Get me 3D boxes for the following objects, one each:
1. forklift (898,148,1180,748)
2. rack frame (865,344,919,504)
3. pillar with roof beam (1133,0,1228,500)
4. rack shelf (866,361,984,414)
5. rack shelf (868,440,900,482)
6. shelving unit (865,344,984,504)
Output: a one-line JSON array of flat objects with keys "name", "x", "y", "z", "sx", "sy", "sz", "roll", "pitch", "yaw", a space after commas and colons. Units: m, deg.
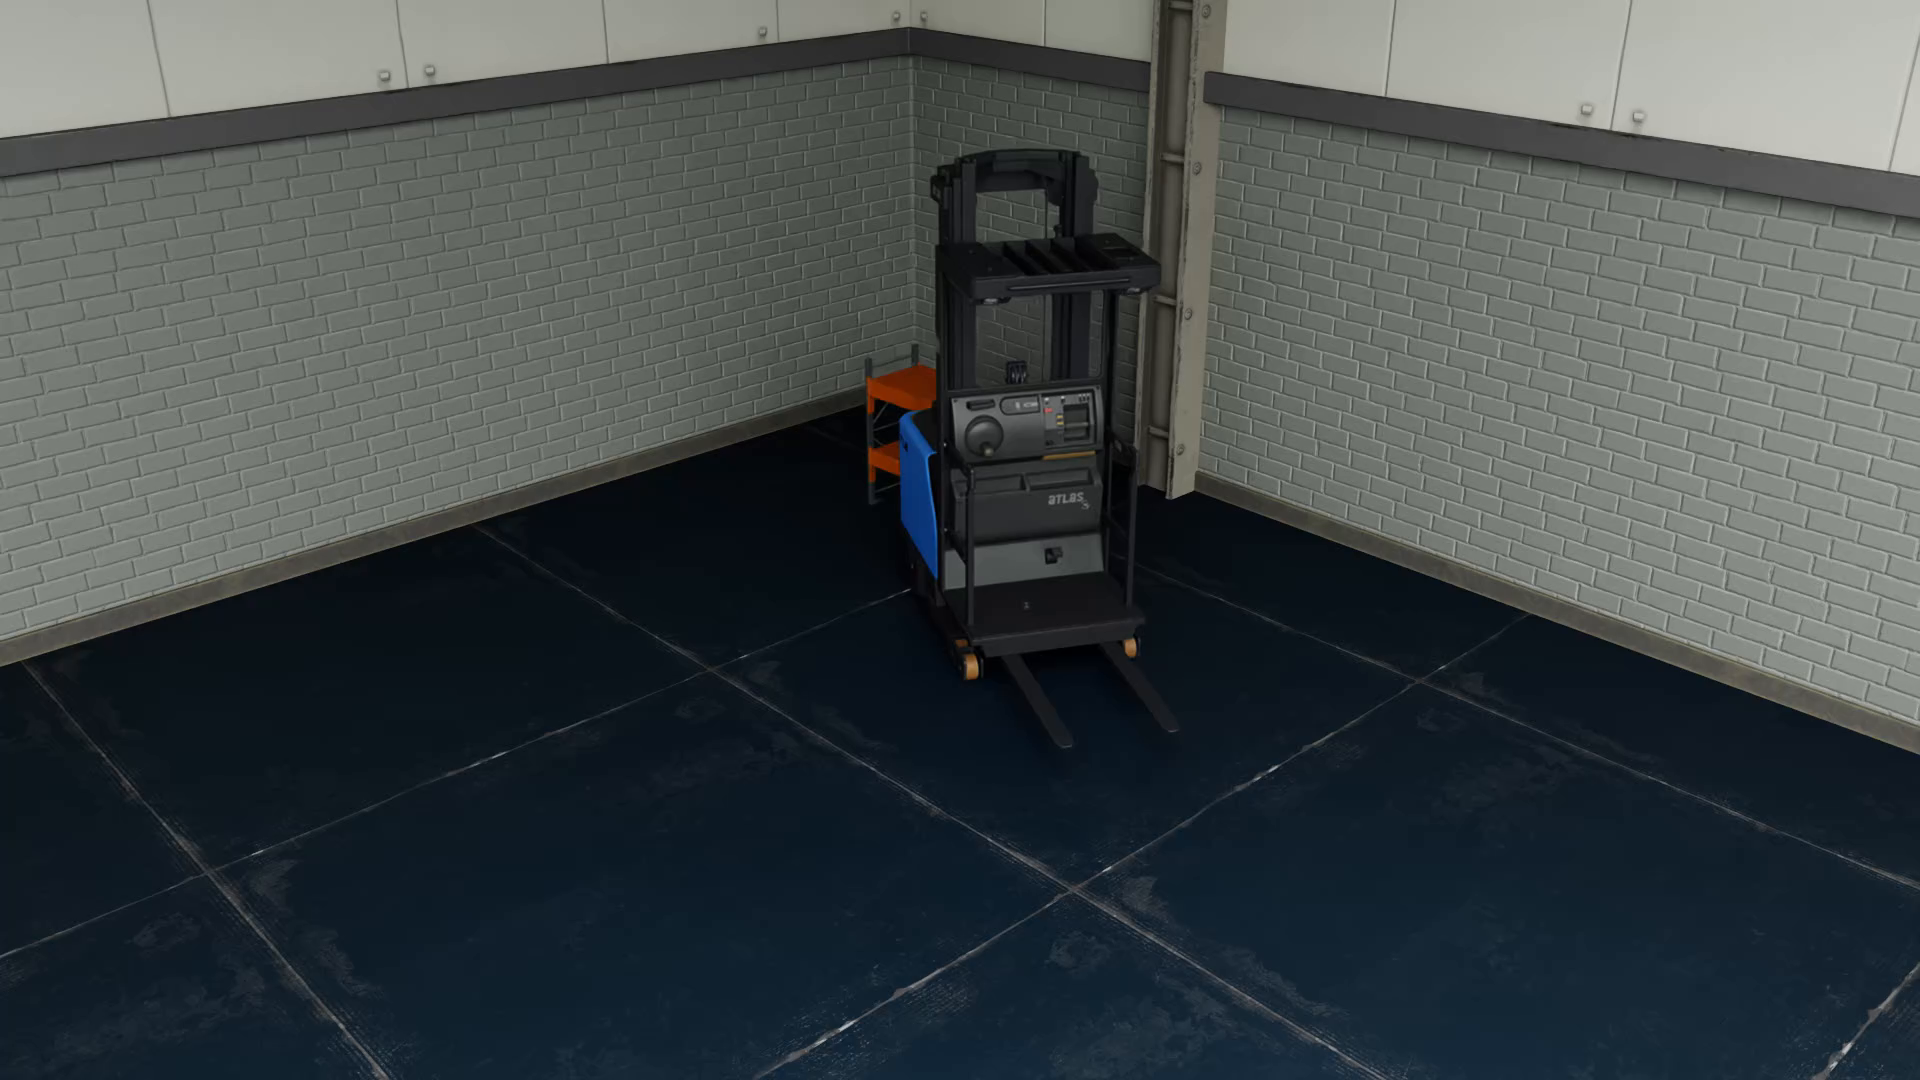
[{"name": "forklift", "x": 0.463, "y": -0.674, "z": 9.695, "sx": 1.130, "sy": 2.935, "sz": 3.031, "roll": -6, "pitch": 25, "yaw": -14}, {"name": "rack frame", "x": -0.492, "y": -0.854, "z": 12.267, "sx": 0.500, "sy": 1.125, "sz": 0.032, "roll": -22, "pitch": 33, "yaw": -40}, {"name": "pillar with roof beam", "x": -1.595, "y": -3.275, "z": 8.087, "sx": 9.100, "sy": 9.000, "sz": 0.400, "roll": -21, "pitch": 32, "yaw": -38}, {"name": "rack shelf", "x": -0.136, "y": -0.969, "z": 11.815, "sx": 0.538, "sy": 0.278, "sz": 1.000, "roll": -22, "pitch": 33, "yaw": -40}, {"name": "rack shelf", "x": -0.136, "y": -0.481, "z": 12.037, "sx": 0.538, "sy": 0.278, "sz": 1.000, "roll": -22, "pitch": 33, "yaw": -40}, {"name": "shelving unit", "x": -0.136, "y": -0.703, "z": 11.936, "sx": 0.538, "sy": 1.125, "sz": 1.048, "roll": -22, "pitch": 33, "yaw": -40}]
